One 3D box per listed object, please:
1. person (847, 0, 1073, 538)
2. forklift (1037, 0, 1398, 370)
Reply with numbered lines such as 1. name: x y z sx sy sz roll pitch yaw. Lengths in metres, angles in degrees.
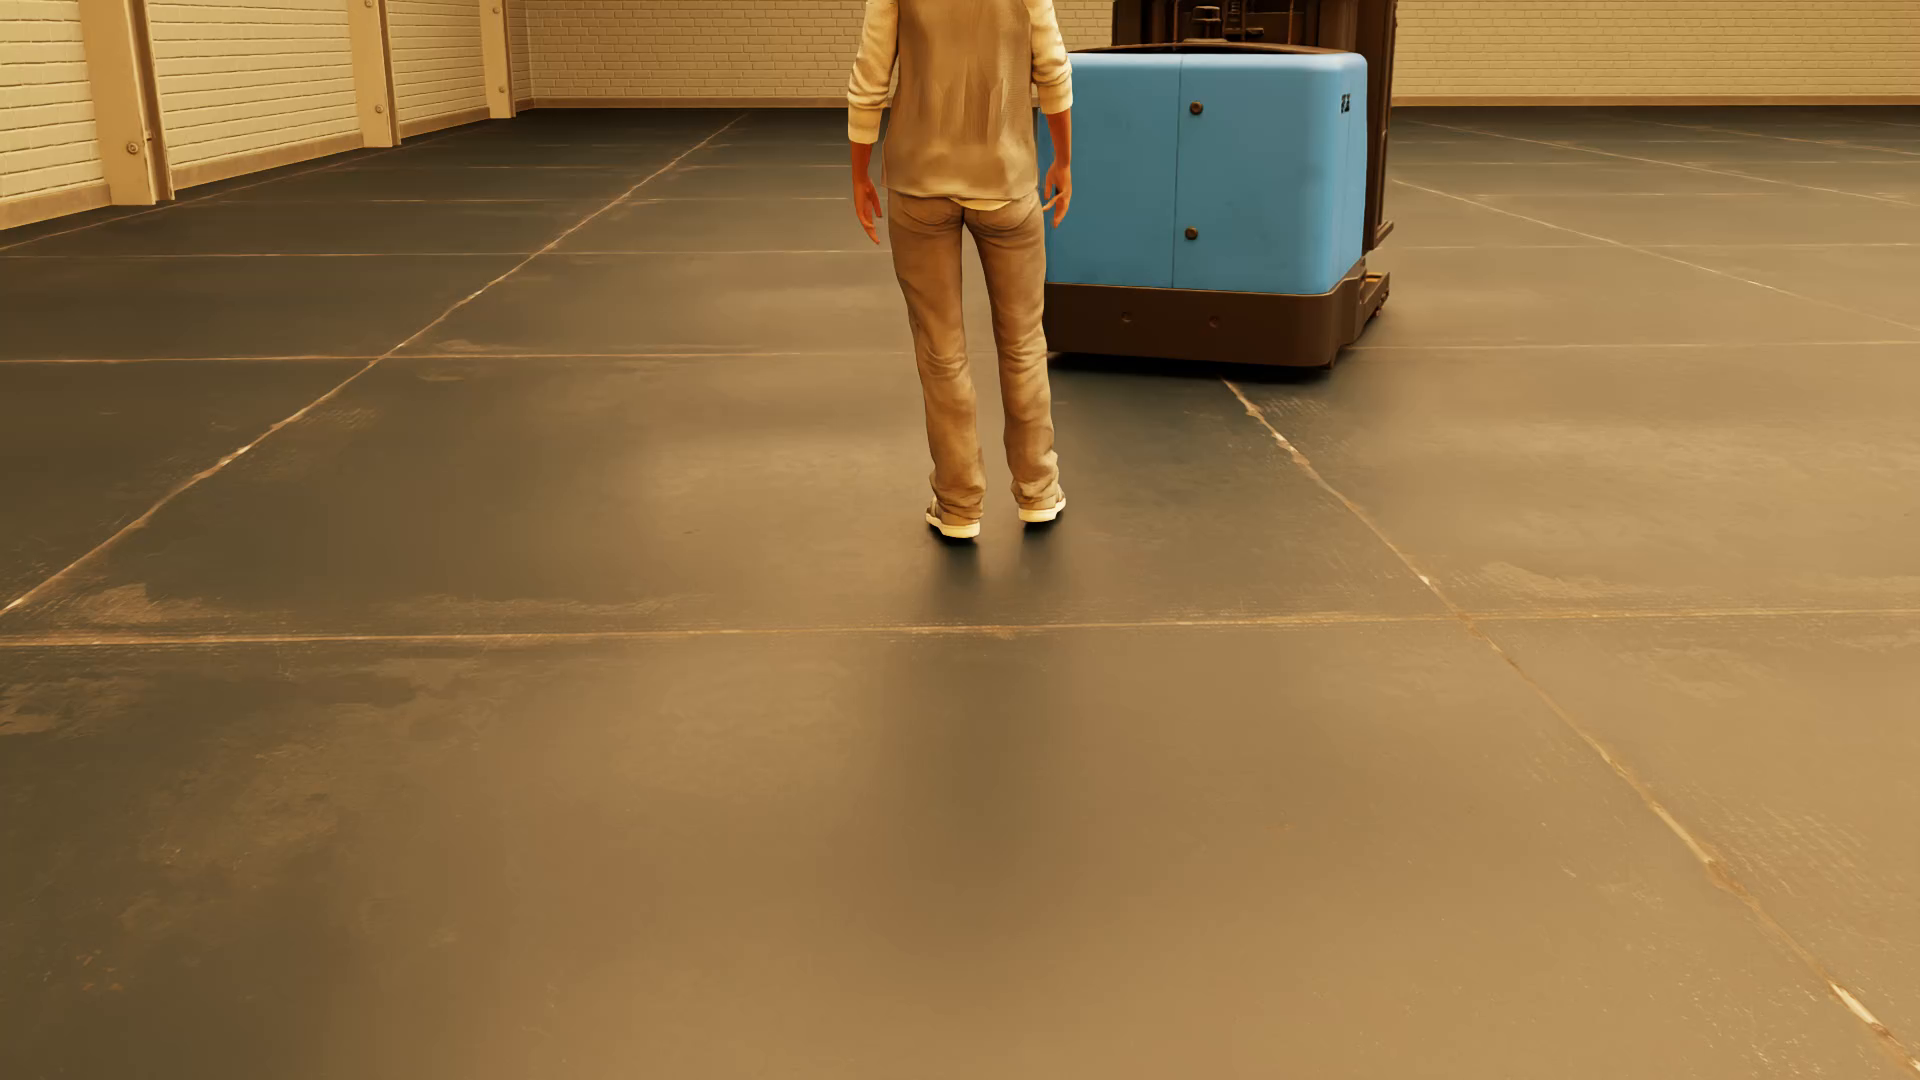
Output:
1. person: 0.010 -0.792 3.755 0.521 1.599 0.473 -1 17 -3
2. forklift: 1.219 -2.371 6.658 1.130 2.935 3.031 6 18 18
